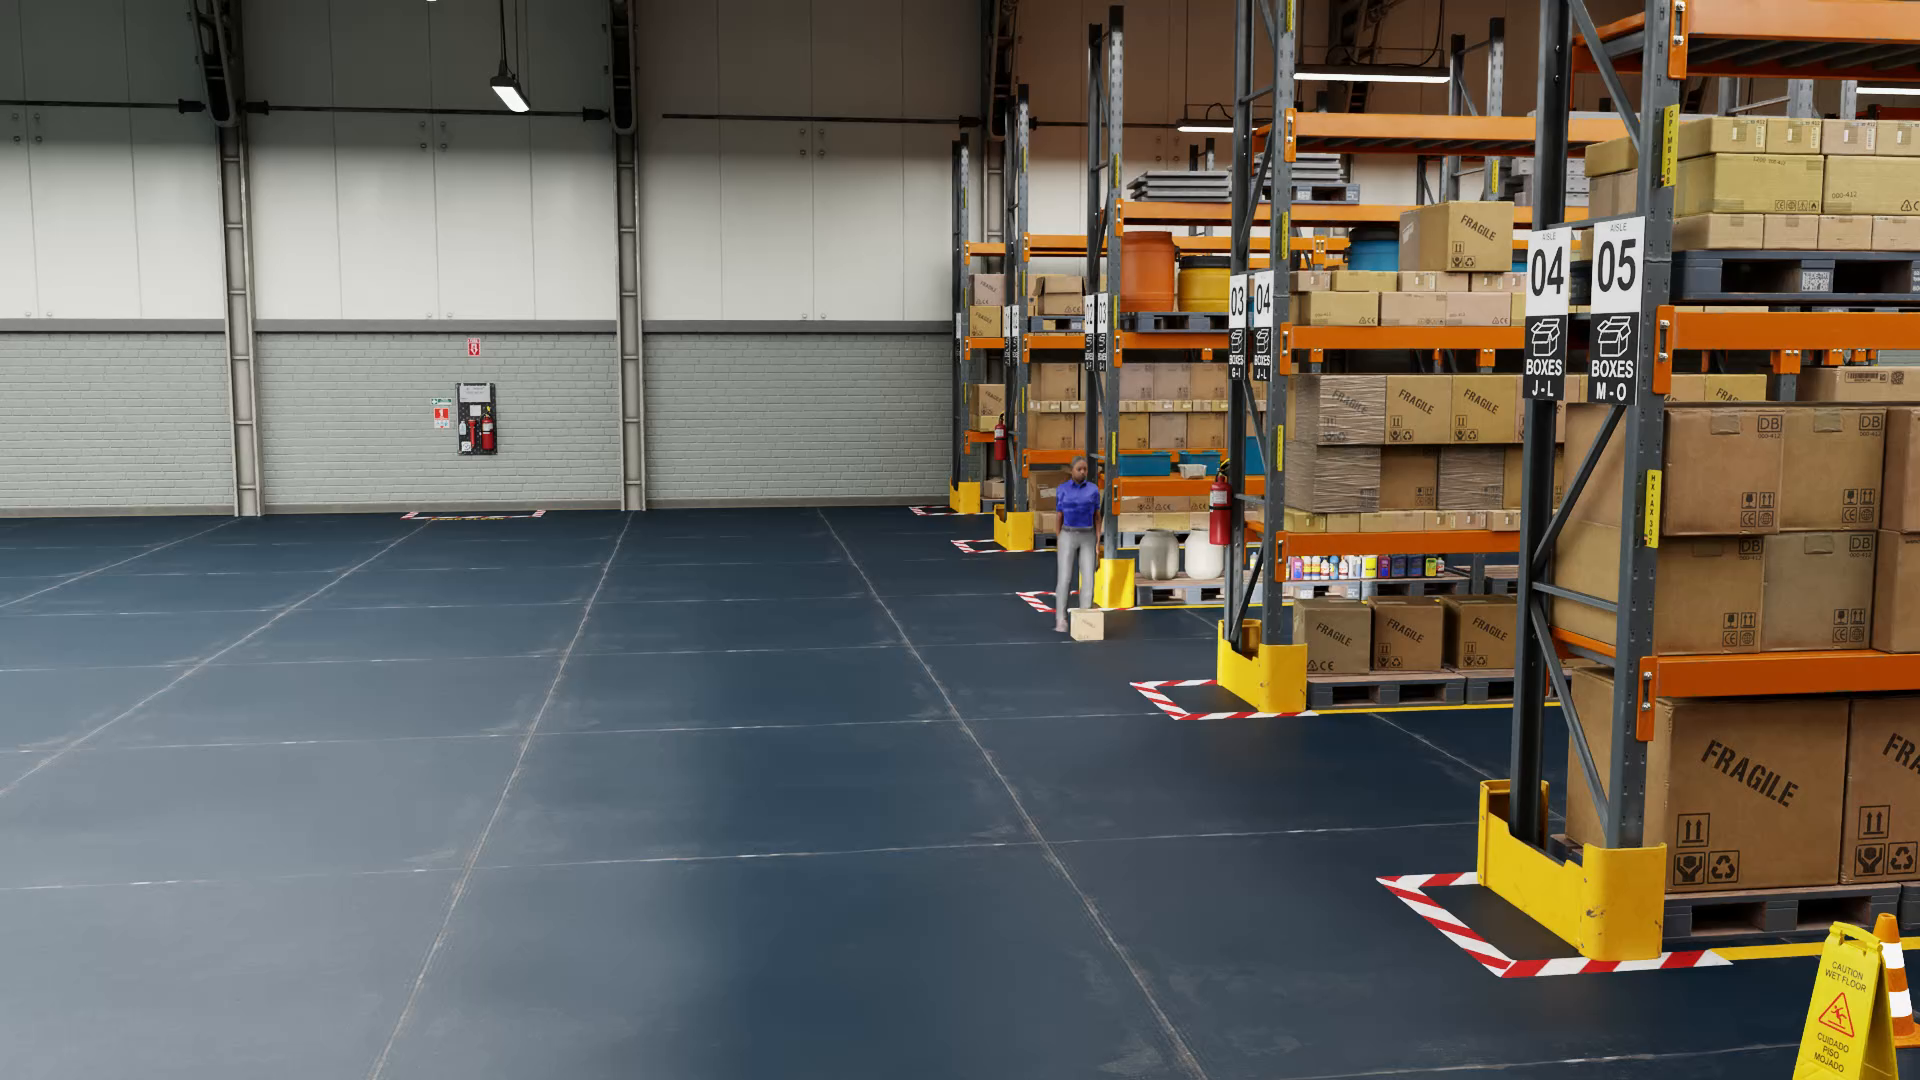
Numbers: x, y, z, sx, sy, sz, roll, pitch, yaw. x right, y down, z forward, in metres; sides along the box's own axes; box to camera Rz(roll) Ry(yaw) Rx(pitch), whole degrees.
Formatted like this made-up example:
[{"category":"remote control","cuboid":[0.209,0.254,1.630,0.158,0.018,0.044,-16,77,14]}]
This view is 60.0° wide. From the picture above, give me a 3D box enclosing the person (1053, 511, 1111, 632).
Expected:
[{"category":"person","cuboid":[1.145,0.281,15.621,0.496,1.161,0.730,-1,7,-9]}]
